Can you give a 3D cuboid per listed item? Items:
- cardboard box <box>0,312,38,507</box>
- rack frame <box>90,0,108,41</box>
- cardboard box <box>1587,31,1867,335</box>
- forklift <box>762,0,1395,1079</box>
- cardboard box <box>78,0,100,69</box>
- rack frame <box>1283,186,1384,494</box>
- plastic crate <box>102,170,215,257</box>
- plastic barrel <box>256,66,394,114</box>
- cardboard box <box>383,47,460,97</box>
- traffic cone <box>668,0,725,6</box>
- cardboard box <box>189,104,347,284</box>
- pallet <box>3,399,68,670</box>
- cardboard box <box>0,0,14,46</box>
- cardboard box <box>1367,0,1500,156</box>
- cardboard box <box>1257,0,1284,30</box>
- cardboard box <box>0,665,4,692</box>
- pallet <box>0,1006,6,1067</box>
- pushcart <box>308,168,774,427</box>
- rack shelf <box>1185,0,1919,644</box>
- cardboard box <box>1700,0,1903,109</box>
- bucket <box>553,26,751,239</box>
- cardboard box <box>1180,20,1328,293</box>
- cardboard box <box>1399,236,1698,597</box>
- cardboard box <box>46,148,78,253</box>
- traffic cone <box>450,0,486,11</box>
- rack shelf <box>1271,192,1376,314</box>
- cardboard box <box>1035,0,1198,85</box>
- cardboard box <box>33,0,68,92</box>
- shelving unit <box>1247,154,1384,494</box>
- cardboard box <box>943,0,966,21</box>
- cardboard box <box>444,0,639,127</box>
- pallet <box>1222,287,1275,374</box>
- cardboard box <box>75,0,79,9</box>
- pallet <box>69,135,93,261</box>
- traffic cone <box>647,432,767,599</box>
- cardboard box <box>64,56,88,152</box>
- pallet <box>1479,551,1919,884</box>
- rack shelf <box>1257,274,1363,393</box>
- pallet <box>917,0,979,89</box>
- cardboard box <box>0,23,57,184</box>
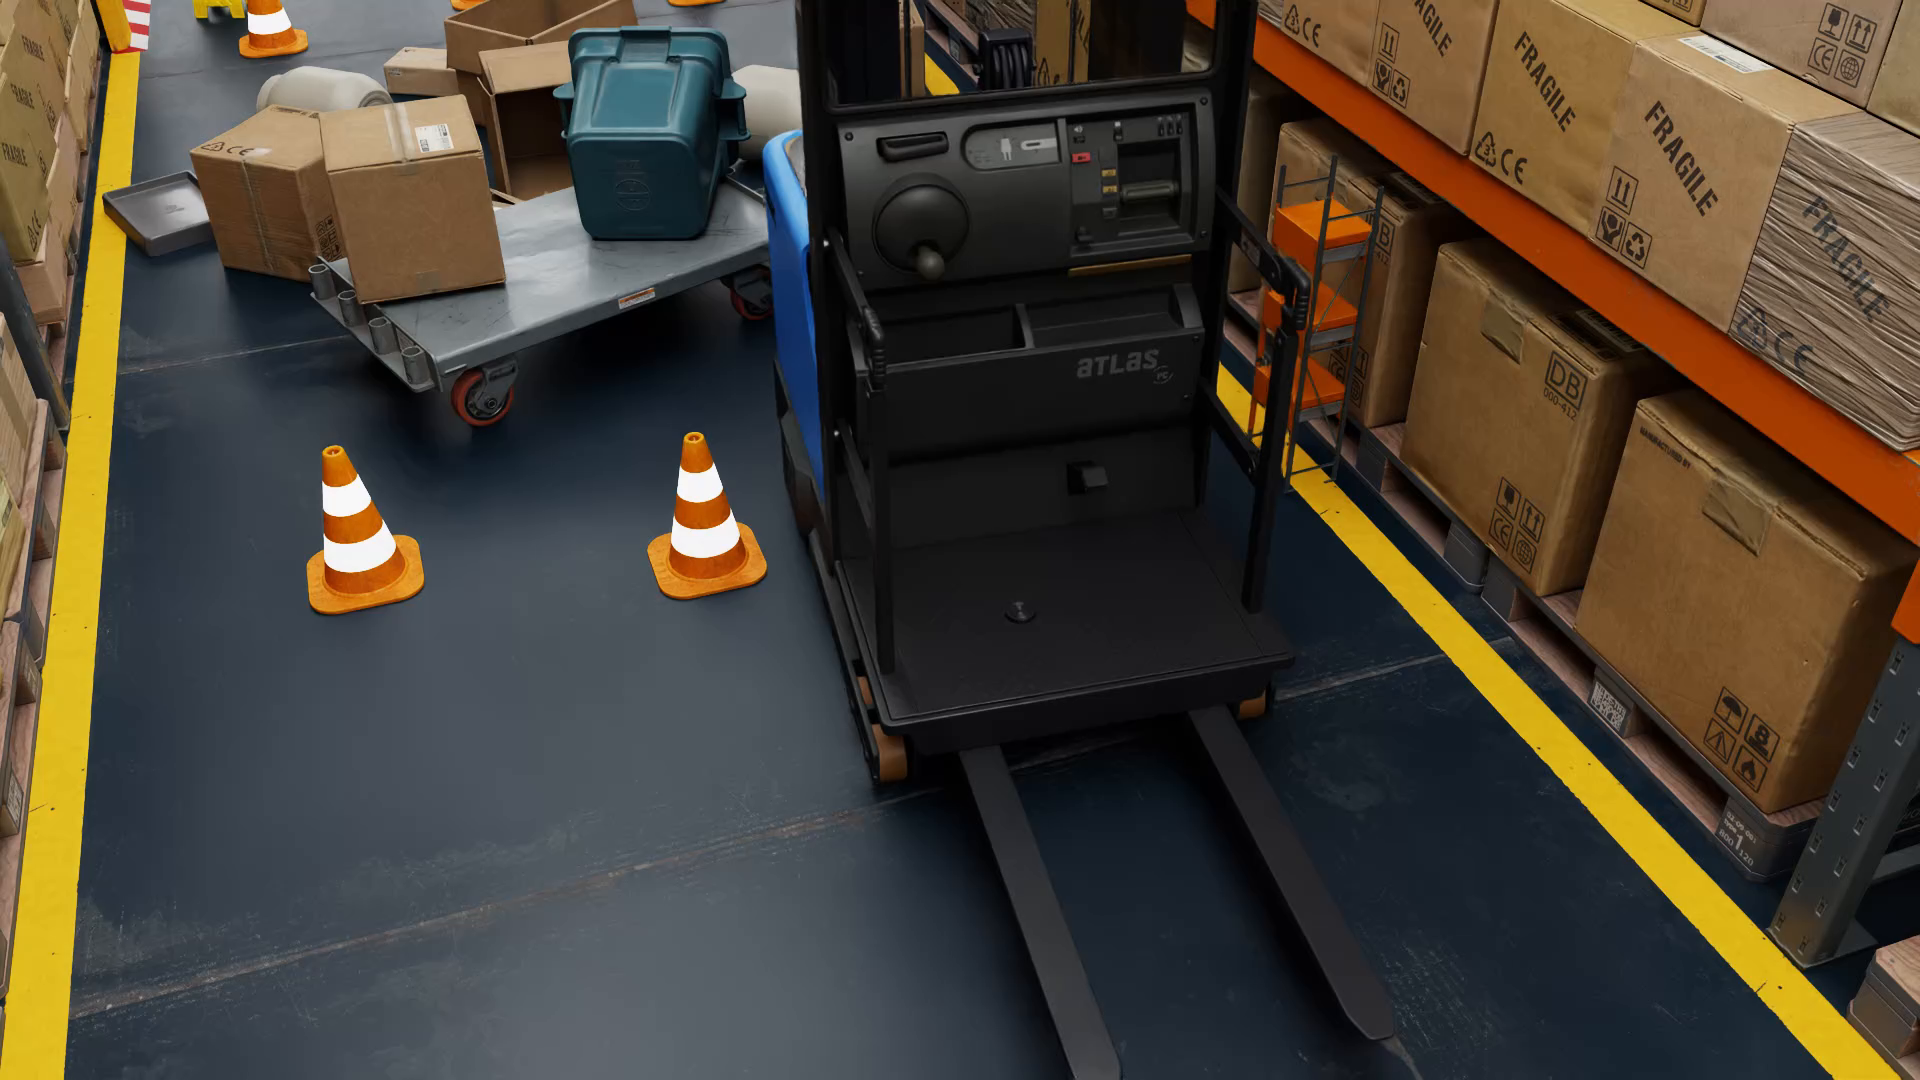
[{"bbox_3d":[-3.382,-0.322,5.020,0.950,0.372,0.625,-12,39,-15],"label":"cardboard box"},{"bbox_3d":[-4.941,-3.759,7.748,1.000,3.000,0.127,-12,39,-16],"label":"rack frame"},{"bbox_3d":[1.847,-0.843,3.793,0.500,0.500,0.500,-12,39,-16],"label":"cardboard box"},{"bbox_3d":[0.227,-0.786,3.858,1.130,2.935,3.031,-9,38,-11],"label":"forklift"},{"bbox_3d":[-4.402,-2.414,7.899,0.500,0.250,0.500,-13,39,-16],"label":"cardboard box"},{"bbox_3d":[1.152,-0.595,5.167,0.200,1.050,0.008,-14,39,-18],"label":"rack frame"},{"bbox_3d":[-3.335,-1.390,7.029,0.402,0.080,0.583,-27,45,-31],"label":"plastic crate"},{"bbox_3d":[-2.809,-1.877,7.390,0.512,0.421,0.421,12,39,16],"label":"plastic barrel"},{"bbox_3d":[-2.594,-2.299,8.178,0.380,0.149,0.250,6,37,8],"label":"cardboard box"},{"bbox_3d":[-1.479,-3.234,9.159,0.336,0.463,0.334,-12,39,-16],"label":"traffic cone"},{"bbox_3d":[-2.656,-1.389,6.677,0.500,0.500,0.500,12,39,16],"label":"cardboard box"},{"bbox_3d":[-3.296,0.053,5.004,1.003,0.211,1.213,-12,39,-16],"label":"pallet"},{"bbox_3d":[-3.680,-1.890,6.040,0.380,0.149,0.250,-11,38,-14],"label":"cardboard box"},{"bbox_3d":[1.495,-1.414,4.551,0.500,0.500,0.500,-12,39,-15],"label":"cardboard box"},{"bbox_3d":[1.151,-1.984,5.308,0.500,0.500,0.500,-12,39,-16],"label":"cardboard box"},{"bbox_3d":[-2.891,0.476,3.960,0.950,0.372,0.625,-11,38,-14],"label":"cardboard box"},{"bbox_3d":[-2.456,1.432,3.174,1.003,0.211,1.213,-12,39,-16],"label":"pallet"},{"bbox_3d":[-1.441,-0.953,6.201,1.648,0.377,0.936,-27,45,-31],"label":"pushcart"},{"bbox_3d":[1.736,-1.165,4.901,1.077,0.370,4.000,-12,39,-16],"label":"rack shelf"},{"bbox_3d":[2.104,-1.303,3.572,0.700,0.500,0.500,-13,39,-17],"label":"cardboard box"},{"bbox_3d":[-1.164,-1.481,6.180,0.726,0.611,0.620,0,47,0],"label":"bucket"},{"bbox_3d":[1.346,-1.519,6.294,1.050,0.750,0.750,-13,39,-16],"label":"cardboard box"},{"bbox_3d":[1.995,-0.447,4.871,1.050,0.750,0.750,-12,39,-15],"label":"cardboard box"},{"bbox_3d":[-3.709,-1.258,6.363,0.500,0.250,0.500,-10,38,-13],"label":"cardboard box"},{"bbox_3d":[-2.657,-3.192,9.103,0.336,0.463,0.334,-12,39,-16],"label":"traffic cone"},{"bbox_3d":[1.105,-0.881,5.092,0.215,0.259,0.240,-14,39,-18],"label":"rack shelf"},{"bbox_3d":[0.897,-2.271,7.188,0.875,0.875,0.875,-12,39,-15],"label":"cardboard box"},{"bbox_3d":[-4.071,-2.149,6.923,0.500,0.500,0.500,-13,39,-17],"label":"cardboard box"},{"bbox_3d":[1.105,-0.662,5.257,0.215,1.050,0.252,-14,39,-18],"label":"shelving unit"},{"bbox_3d":[0.272,-3.294,8.548,0.875,0.875,0.875,-13,39,-17],"label":"cardboard box"},{"bbox_3d":[-1.960,-2.294,7.878,0.637,0.503,0.797,19,41,23],"label":"cardboard box"},{"bbox_3d":[1.384,-1.048,6.465,1.003,0.211,1.213,-12,39,-16],"label":"pallet"},{"bbox_3d":[-4.421,-2.730,7.694,0.500,0.500,0.500,-12,39,-16],"label":"cardboard box"},{"bbox_3d":[-4.253,-1.448,6.998,1.003,0.211,1.213,-12,39,-16],"label":"pallet"},{"bbox_3d":[-0.785,-0.119,5.024,0.336,0.463,0.334,-12,39,-16],"label":"traffic cone"},{"bbox_3d":[-4.055,-1.839,7.135,0.500,0.250,0.500,-14,39,-18],"label":"cardboard box"},{"bbox_3d":[2.224,0.331,4.636,1.003,0.211,1.213,-12,39,-16],"label":"pallet"},{"bbox_3d":[1.105,-0.654,5.263,0.215,0.259,0.240,-14,39,-18],"label":"rack shelf"},{"bbox_3d":[0.436,-2.604,8.532,1.003,0.211,1.213,-12,39,-16],"label":"pallet"},{"bbox_3d":[-3.710,-1.558,6.138,0.500,0.500,0.500,-11,38,-14],"label":"cardboard box"}]
